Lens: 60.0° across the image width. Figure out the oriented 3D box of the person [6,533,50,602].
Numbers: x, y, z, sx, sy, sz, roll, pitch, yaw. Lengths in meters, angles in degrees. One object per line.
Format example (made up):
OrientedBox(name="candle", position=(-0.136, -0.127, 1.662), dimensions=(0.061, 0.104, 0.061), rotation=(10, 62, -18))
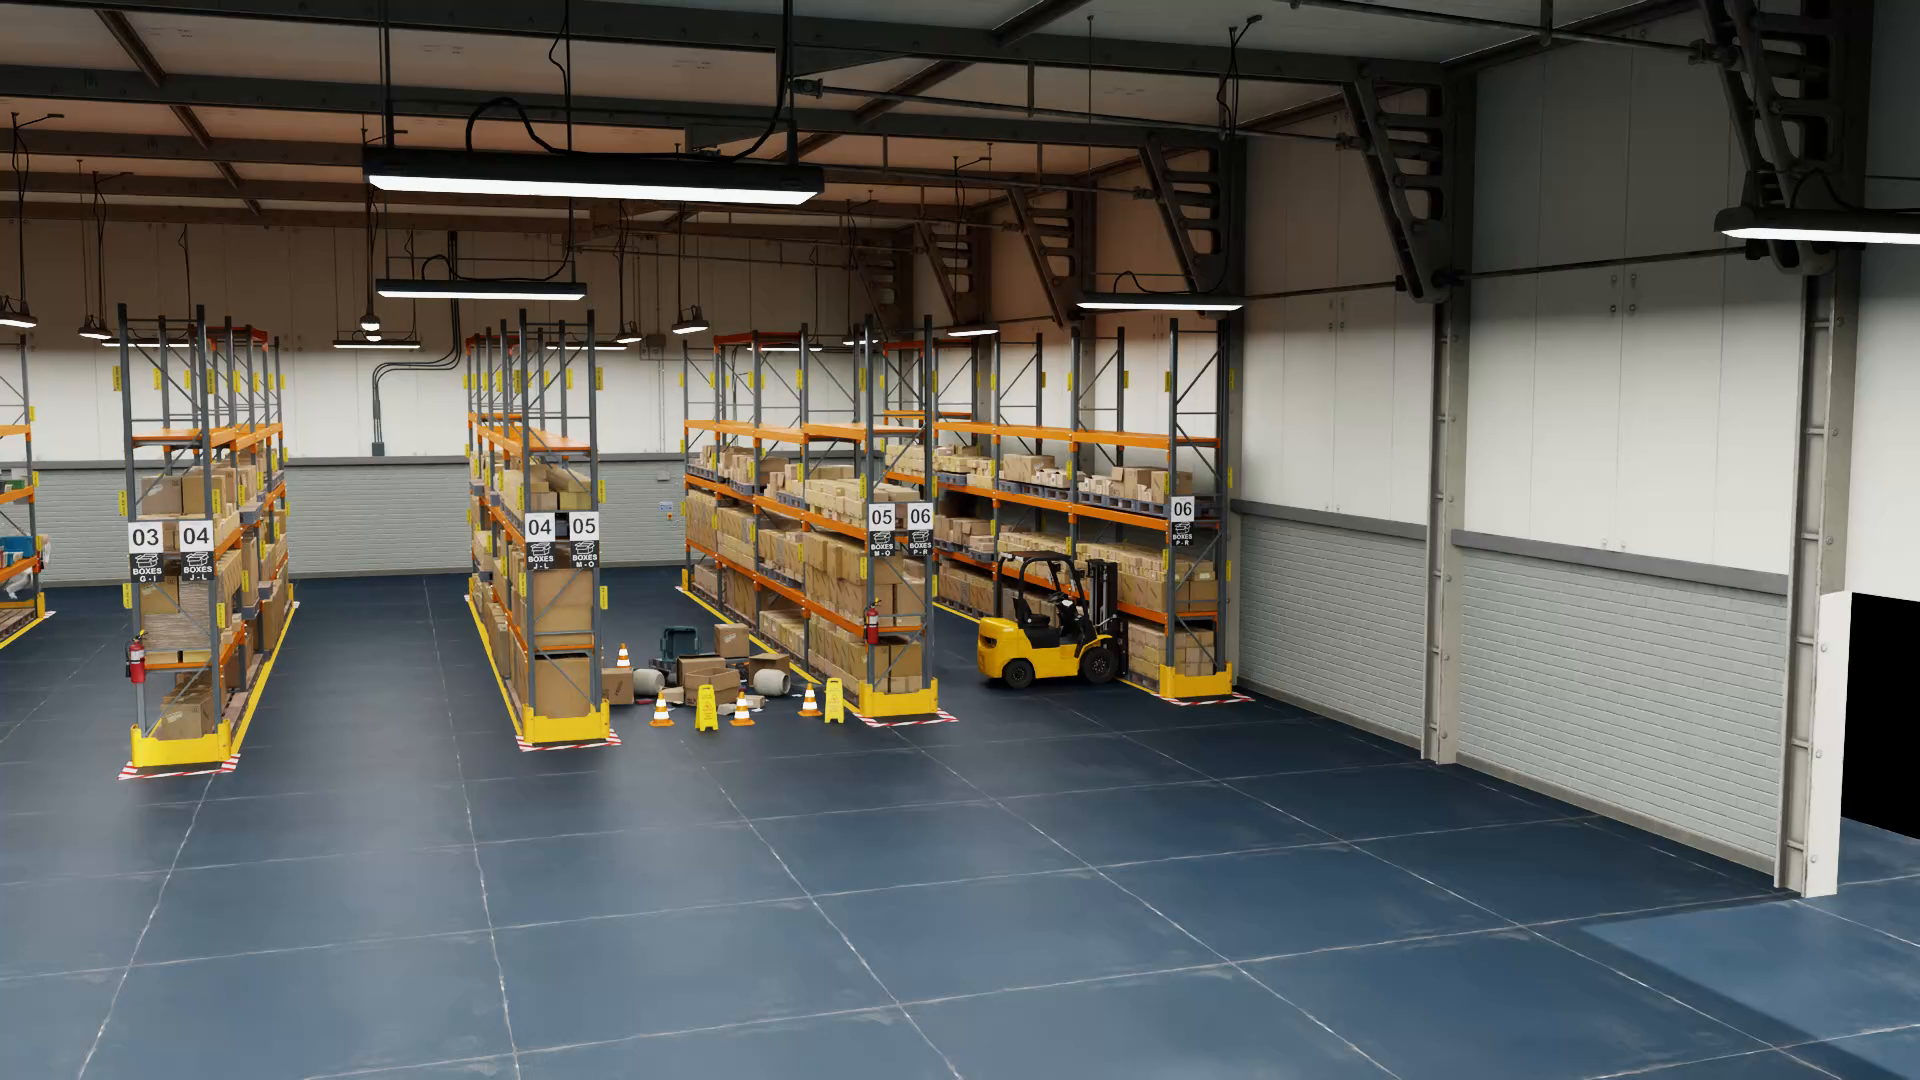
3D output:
OrientedBox(name="person", position=(-21.266, 0.621, 37.963), dimensions=(1.169, 1.577, 0.699), rotation=(2, 6, 18))
